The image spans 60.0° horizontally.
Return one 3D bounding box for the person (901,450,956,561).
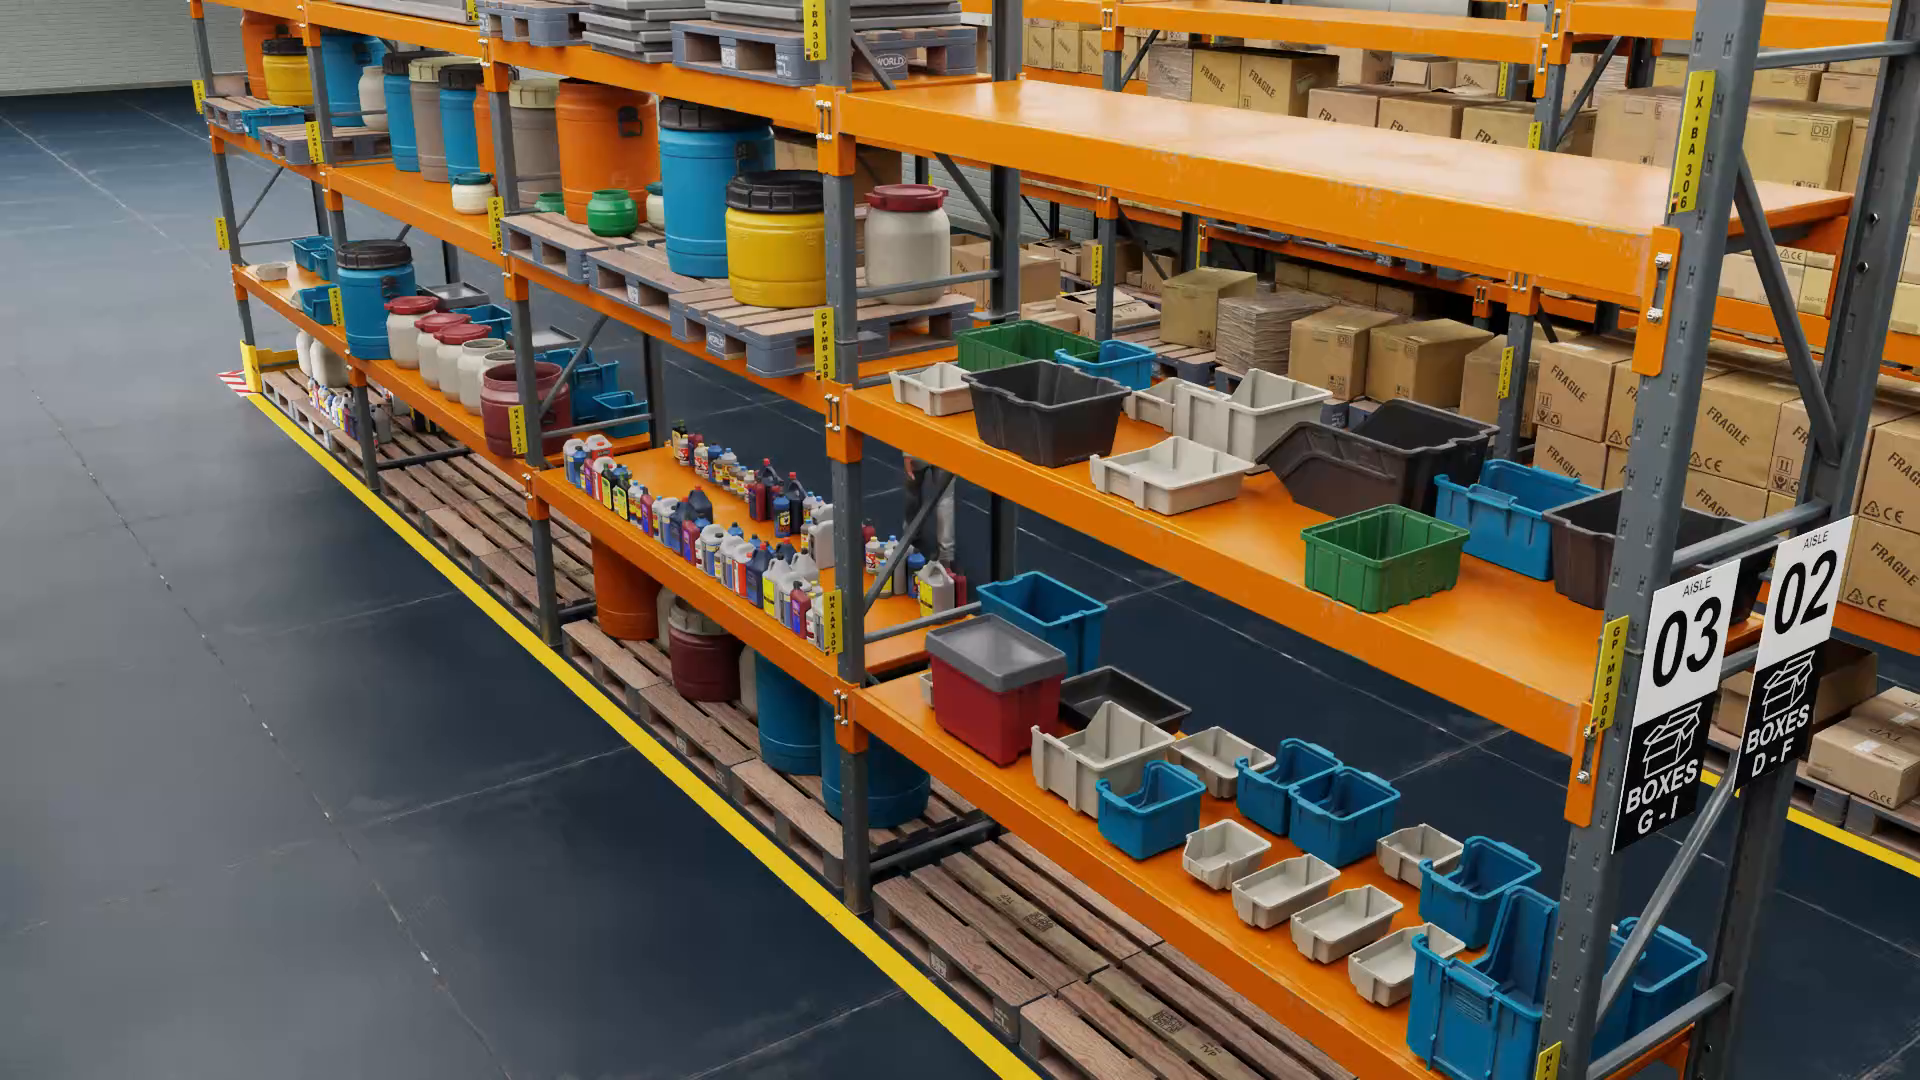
[{"bbox_3d":[-0.230,-0.728,12.928,0.535,1.729,1.016,-3,21,-8],"label":"person"}]
